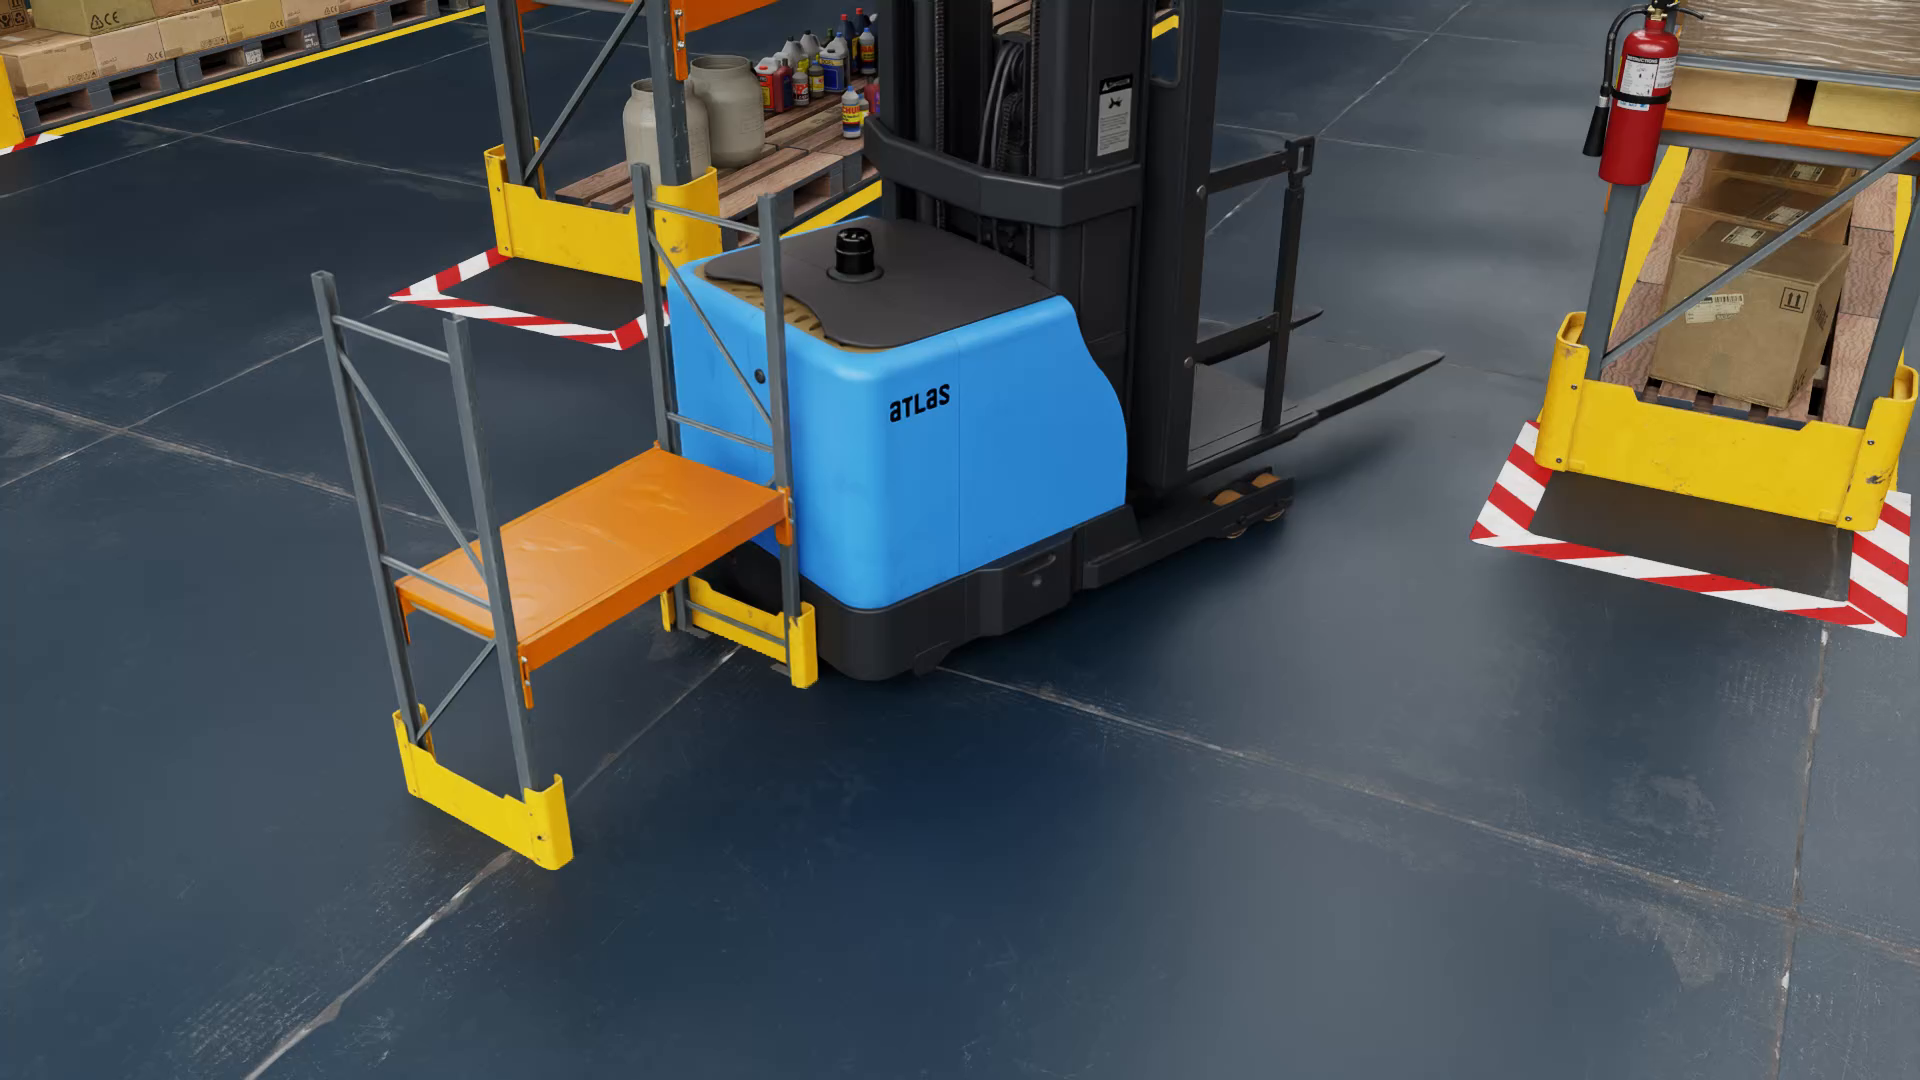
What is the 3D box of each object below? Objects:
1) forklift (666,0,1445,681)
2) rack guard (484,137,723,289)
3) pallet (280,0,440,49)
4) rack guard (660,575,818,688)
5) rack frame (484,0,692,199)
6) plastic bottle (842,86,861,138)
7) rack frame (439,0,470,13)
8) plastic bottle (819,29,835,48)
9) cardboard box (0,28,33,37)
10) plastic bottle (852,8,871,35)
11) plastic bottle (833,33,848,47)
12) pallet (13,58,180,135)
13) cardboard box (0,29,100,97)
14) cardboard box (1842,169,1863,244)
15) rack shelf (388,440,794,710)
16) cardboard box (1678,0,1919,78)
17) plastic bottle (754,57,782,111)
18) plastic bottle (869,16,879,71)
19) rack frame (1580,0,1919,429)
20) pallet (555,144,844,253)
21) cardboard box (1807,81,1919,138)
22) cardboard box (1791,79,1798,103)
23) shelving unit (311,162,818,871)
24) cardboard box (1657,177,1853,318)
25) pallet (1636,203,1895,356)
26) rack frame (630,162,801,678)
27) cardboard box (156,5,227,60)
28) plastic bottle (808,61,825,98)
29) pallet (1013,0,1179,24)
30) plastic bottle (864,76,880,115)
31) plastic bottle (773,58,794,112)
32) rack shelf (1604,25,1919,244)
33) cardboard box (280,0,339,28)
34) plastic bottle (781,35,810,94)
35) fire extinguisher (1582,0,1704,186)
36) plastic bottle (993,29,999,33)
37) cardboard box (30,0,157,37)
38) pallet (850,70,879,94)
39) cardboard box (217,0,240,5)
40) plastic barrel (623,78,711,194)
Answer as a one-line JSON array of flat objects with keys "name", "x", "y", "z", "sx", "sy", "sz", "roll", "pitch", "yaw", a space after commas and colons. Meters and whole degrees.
[{"name": "forklift", "x": 0.548, "y": -1.456, "z": 5.342, "sx": 3.031, "sy": 2.935, "sz": 1.130, "roll": -23, "pitch": 37, "yaw": -34}, {"name": "rack guard", "x": -1.710, "y": -1.578, "z": 7.995, "sx": 1.175, "sy": 0.500, "sz": 0.348, "roll": 14, "pitch": 33, "yaw": 23}, {"name": "pallet", "x": -4.688, "y": -3.964, "z": 12.440, "sx": 1.003, "sy": 0.211, "sz": 1.213, "roll": 14, "pitch": 33, "yaw": 23}, {"name": "rack guard", "x": -0.684, "y": 0.239, "z": 5.083, "sx": 0.587, "sy": 0.250, "sz": 0.087, "roll": 19, "pitch": 35, "yaw": 30}, {"name": "rack frame", "x": -1.703, "y": -2.617, "z": 7.296, "sx": 1.000, "sy": 3.000, "sz": 0.127, "roll": 14, "pitch": 33, "yaw": 23}, {"name": "plastic bottle", "x": -0.600, "y": -2.358, "z": 9.142, "sx": 0.097, "sy": 0.271, "sz": 0.097, "roll": 0, "pitch": 30, "yaw": 0}, {"name": "rack frame", "x": -4.289, "y": -5.516, "z": 12.343, "sx": 1.000, "sy": 3.000, "sz": 0.127, "roll": 14, "pitch": 33, "yaw": 23}, {"name": "plastic bottle", "x": -0.816, "y": -2.992, "z": 10.234, "sx": 0.061, "sy": 0.283, "sz": 0.133, "roll": 16, "pitch": 33, "yaw": 25}, {"name": "cardboard box", "x": -6.130, "y": -3.037, "z": 10.366, "sx": 0.500, "sy": 0.250, "sz": 0.500, "roll": 14, "pitch": 33, "yaw": 23}, {"name": "plastic bottle", "x": -0.618, "y": -3.169, "z": 10.474, "sx": 0.144, "sy": 0.351, "sz": 0.185, "roll": 15, "pitch": 33, "yaw": 25}, {"name": "plastic bottle", "x": -0.738, "y": -2.977, "z": 10.220, "sx": 0.097, "sy": 0.271, "sz": 0.097, "roll": 0, "pitch": 30, "yaw": 0}, {"name": "pallet", "x": -5.800, "y": -2.882, "z": 10.556, "sx": 1.003, "sy": 0.211, "sz": 1.213, "roll": 14, "pitch": 33, "yaw": 23}, {"name": "cardboard box", "x": -5.669, "y": -2.920, "z": 10.161, "sx": 0.500, "sy": 0.250, "sz": 0.500, "roll": 14, "pitch": 33, "yaw": 23}, {"name": "cardboard box", "x": 3.843, "y": -1.648, "z": 7.696, "sx": 0.500, "sy": 0.500, "sz": 0.500, "roll": 11, "pitch": 32, "yaw": 19}, {"name": "rack shelf", "x": -0.976, "y": 0.059, "z": 4.502, "sx": 0.538, "sy": 0.185, "sz": 1.000, "roll": 19, "pitch": 35, "yaw": 30}, {"name": "cardboard box", "x": 2.981, "y": -1.904, "z": 5.654, "sx": 0.875, "sy": 0.500, "sz": 0.500, "roll": 14, "pitch": 33, "yaw": 23}, {"name": "plastic bottle", "x": -1.117, "y": -2.646, "z": 9.639, "sx": 0.152, "sy": 0.276, "sz": 0.135, "roll": 15, "pitch": 33, "yaw": 24}, {"name": "plastic bottle", "x": -0.490, "y": -3.136, "z": 10.417, "sx": 0.144, "sy": 0.351, "sz": 0.185, "roll": 14, "pitch": 33, "yaw": 23}, {"name": "rack frame", "x": 2.706, "y": -1.494, "z": 5.339, "sx": 1.000, "sy": 3.000, "sz": 0.127, "roll": 14, "pitch": 33, "yaw": 23}, {"name": "pallet", "x": -1.335, "y": -1.811, "z": 8.692, "sx": 1.003, "sy": 0.211, "sz": 1.213, "roll": 14, "pitch": 33, "yaw": 23}, {"name": "cardboard box", "x": 3.048, "y": -1.457, "z": 5.527, "sx": 0.380, "sy": 0.149, "sz": 0.250, "roll": 14, "pitch": 33, "yaw": 23}, {"name": "cardboard box", "x": 2.767, "y": -1.669, "z": 5.896, "sx": 0.380, "sy": 0.149, "sz": 0.250, "roll": 14, "pitch": 33, "yaw": 23}, {"name": "shelving unit", "x": -0.971, "y": -0.101, "z": 4.419, "sx": 0.587, "sy": 1.500, "sz": 1.083, "roll": 19, "pitch": 35, "yaw": 30}, {"name": "cardboard box", "x": 3.247, "y": -1.138, "z": 6.807, "sx": 0.500, "sy": 0.500, "sz": 0.500, "roll": 24, "pitch": 38, "yaw": 36}, {"name": "pallet", "x": 3.699, "y": -1.209, "z": 7.643, "sx": 1.003, "sy": 0.211, "sz": 1.213, "roll": 14, "pitch": 33, "yaw": 23}, {"name": "rack frame", "x": -0.683, "y": -0.304, "z": 4.773, "sx": 0.500, "sy": 1.500, "sz": 0.032, "roll": 19, "pitch": 35, "yaw": 30}, {"name": "cardboard box", "x": -5.216, "y": -3.364, "z": 10.935, "sx": 0.500, "sy": 0.250, "sz": 0.500, "roll": 14, "pitch": 33, "yaw": 23}, {"name": "plastic bottle", "x": -0.855, "y": -2.742, "z": 9.880, "sx": 0.097, "sy": 0.201, "sz": 0.097, "roll": 0, "pitch": 30, "yaw": 0}, {"name": "pallet", "x": 0.997, "y": -4.081, "z": 12.645, "sx": 1.003, "sy": 0.211, "sz": 1.213, "roll": 14, "pitch": 33, "yaw": 23}, {"name": "plastic bottle", "x": -0.480, "y": -2.459, "z": 9.306, "sx": 0.061, "sy": 0.283, "sz": 0.133, "roll": 15, "pitch": 33, "yaw": 24}, {"name": "plastic bottle", "x": -1.022, "y": -2.625, "z": 9.595, "sx": 0.061, "sy": 0.283, "sz": 0.133, "roll": 14, "pitch": 33, "yaw": 23}, {"name": "rack shelf", "x": 3.617, "y": -2.068, "z": 7.062, "sx": 1.077, "sy": 0.370, "sz": 4.000, "roll": 14, "pitch": 33, "yaw": 23}, {"name": "cardboard box", "x": -4.757, "y": -3.806, "z": 11.705, "sx": 0.500, "sy": 0.250, "sz": 0.500, "roll": 14, "pitch": 33, "yaw": 23}, {"name": "plastic bottle", "x": -0.982, "y": -2.814, "z": 9.857, "sx": 0.144, "sy": 0.351, "sz": 0.185, "roll": 16, "pitch": 33, "yaw": 25}, {"name": "fire extinguisher", "x": 2.244, "y": -1.514, "z": 5.452, "sx": 0.296, "sy": 0.674, "sz": 0.183, "roll": 14, "pitch": 33, "yaw": 23}, {"name": "plastic bottle", "x": 0.194, "y": -3.115, "z": 10.449, "sx": 0.061, "sy": 0.283, "sz": 0.133, "roll": 16, "pitch": 34, "yaw": 26}, {"name": "cardboard box", "x": -5.442, "y": -3.467, "z": 10.361, "sx": 0.500, "sy": 0.500, "sz": 0.500, "roll": 14, "pitch": 33, "yaw": 23}, {"name": "pallet", "x": -0.224, "y": -2.893, "z": 10.576, "sx": 1.003, "sy": 0.211, "sz": 1.213, "roll": 14, "pitch": 33, "yaw": 23}, {"name": "cardboard box", "x": -4.983, "y": -3.909, "z": 11.132, "sx": 0.500, "sy": 0.500, "sz": 0.500, "roll": 14, "pitch": 33, "yaw": 23}, {"name": "plastic barrel", "x": -1.471, "y": -2.030, "z": 8.349, "sx": 0.421, "sy": 0.512, "sz": 0.421, "roll": 0, "pitch": 30, "yaw": 0}]
